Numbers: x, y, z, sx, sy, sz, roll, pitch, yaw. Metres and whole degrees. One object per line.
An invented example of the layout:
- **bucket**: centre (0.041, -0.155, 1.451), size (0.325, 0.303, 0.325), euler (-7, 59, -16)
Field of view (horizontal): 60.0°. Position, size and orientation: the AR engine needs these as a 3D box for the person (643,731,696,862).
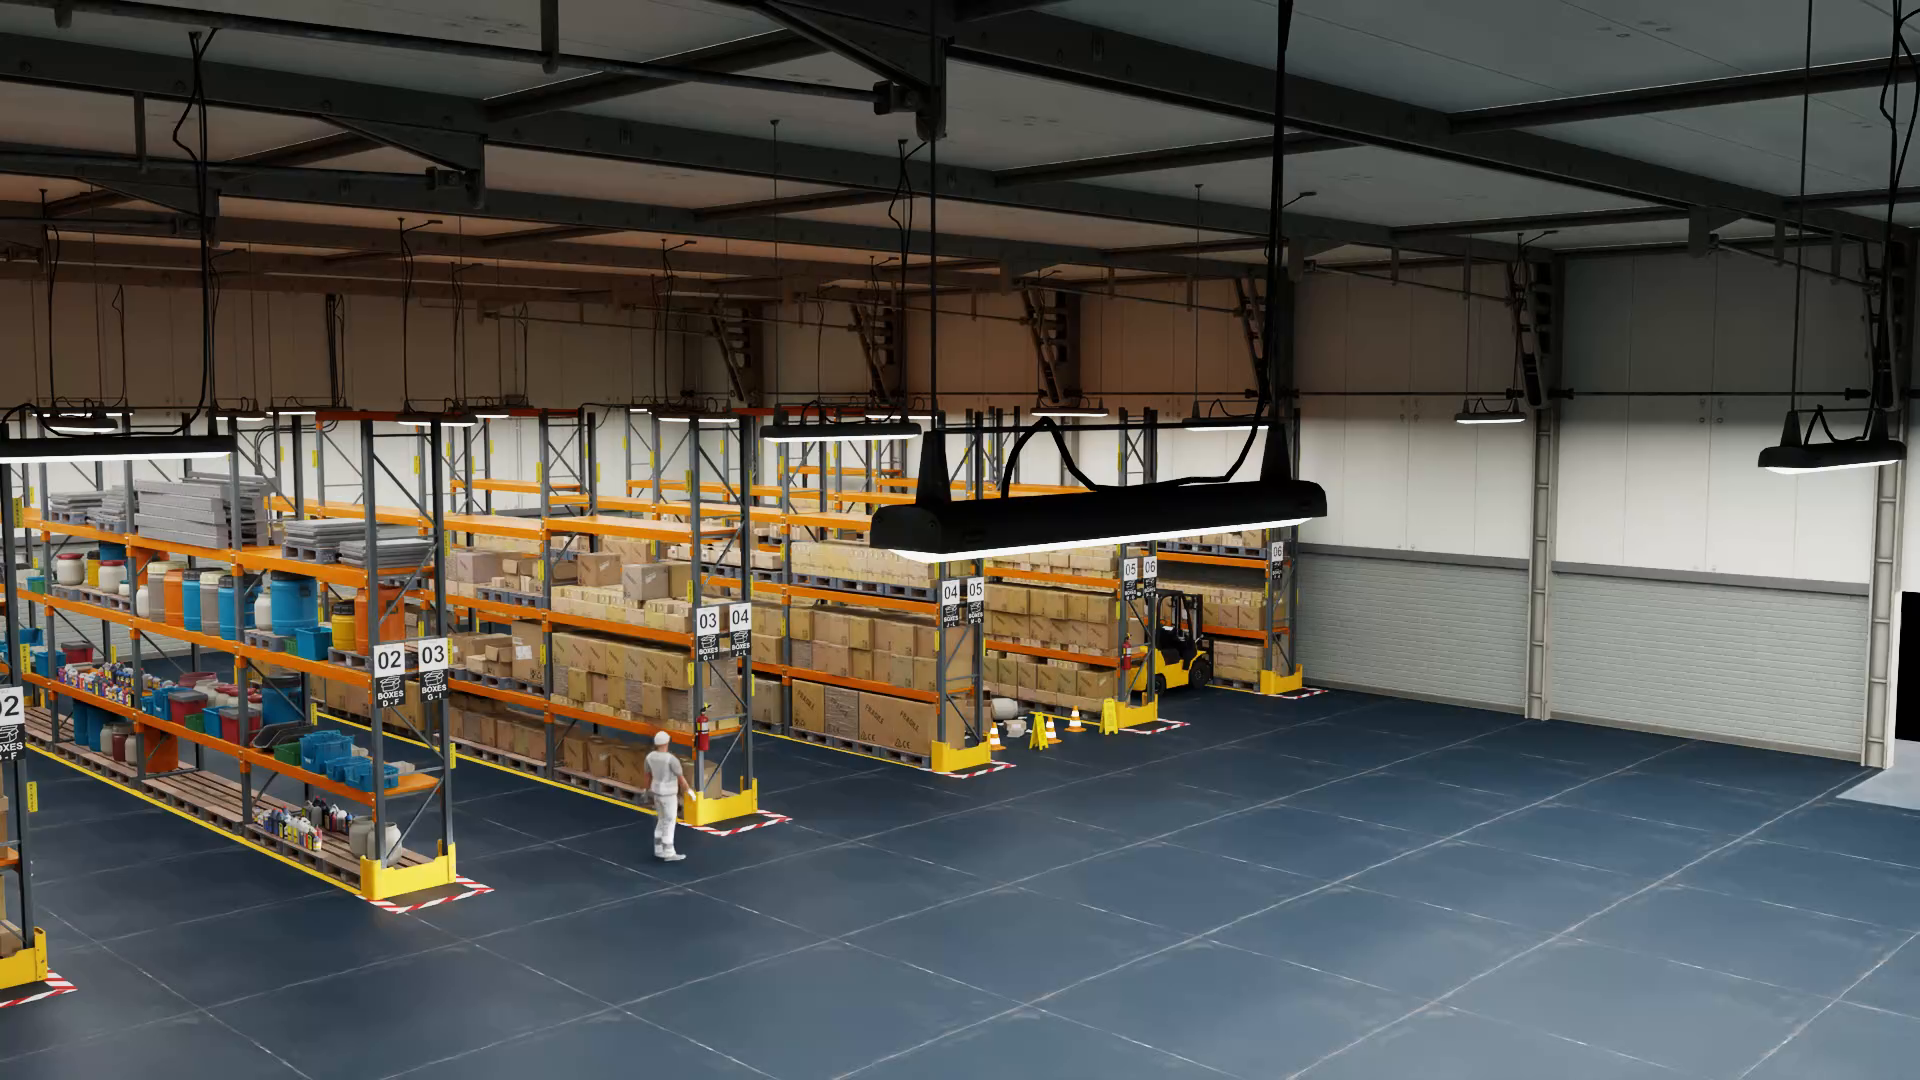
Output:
- **person**: centre (-3.953, 3.470, 22.543), size (0.601, 1.835, 0.632), euler (-4, 7, -41)
